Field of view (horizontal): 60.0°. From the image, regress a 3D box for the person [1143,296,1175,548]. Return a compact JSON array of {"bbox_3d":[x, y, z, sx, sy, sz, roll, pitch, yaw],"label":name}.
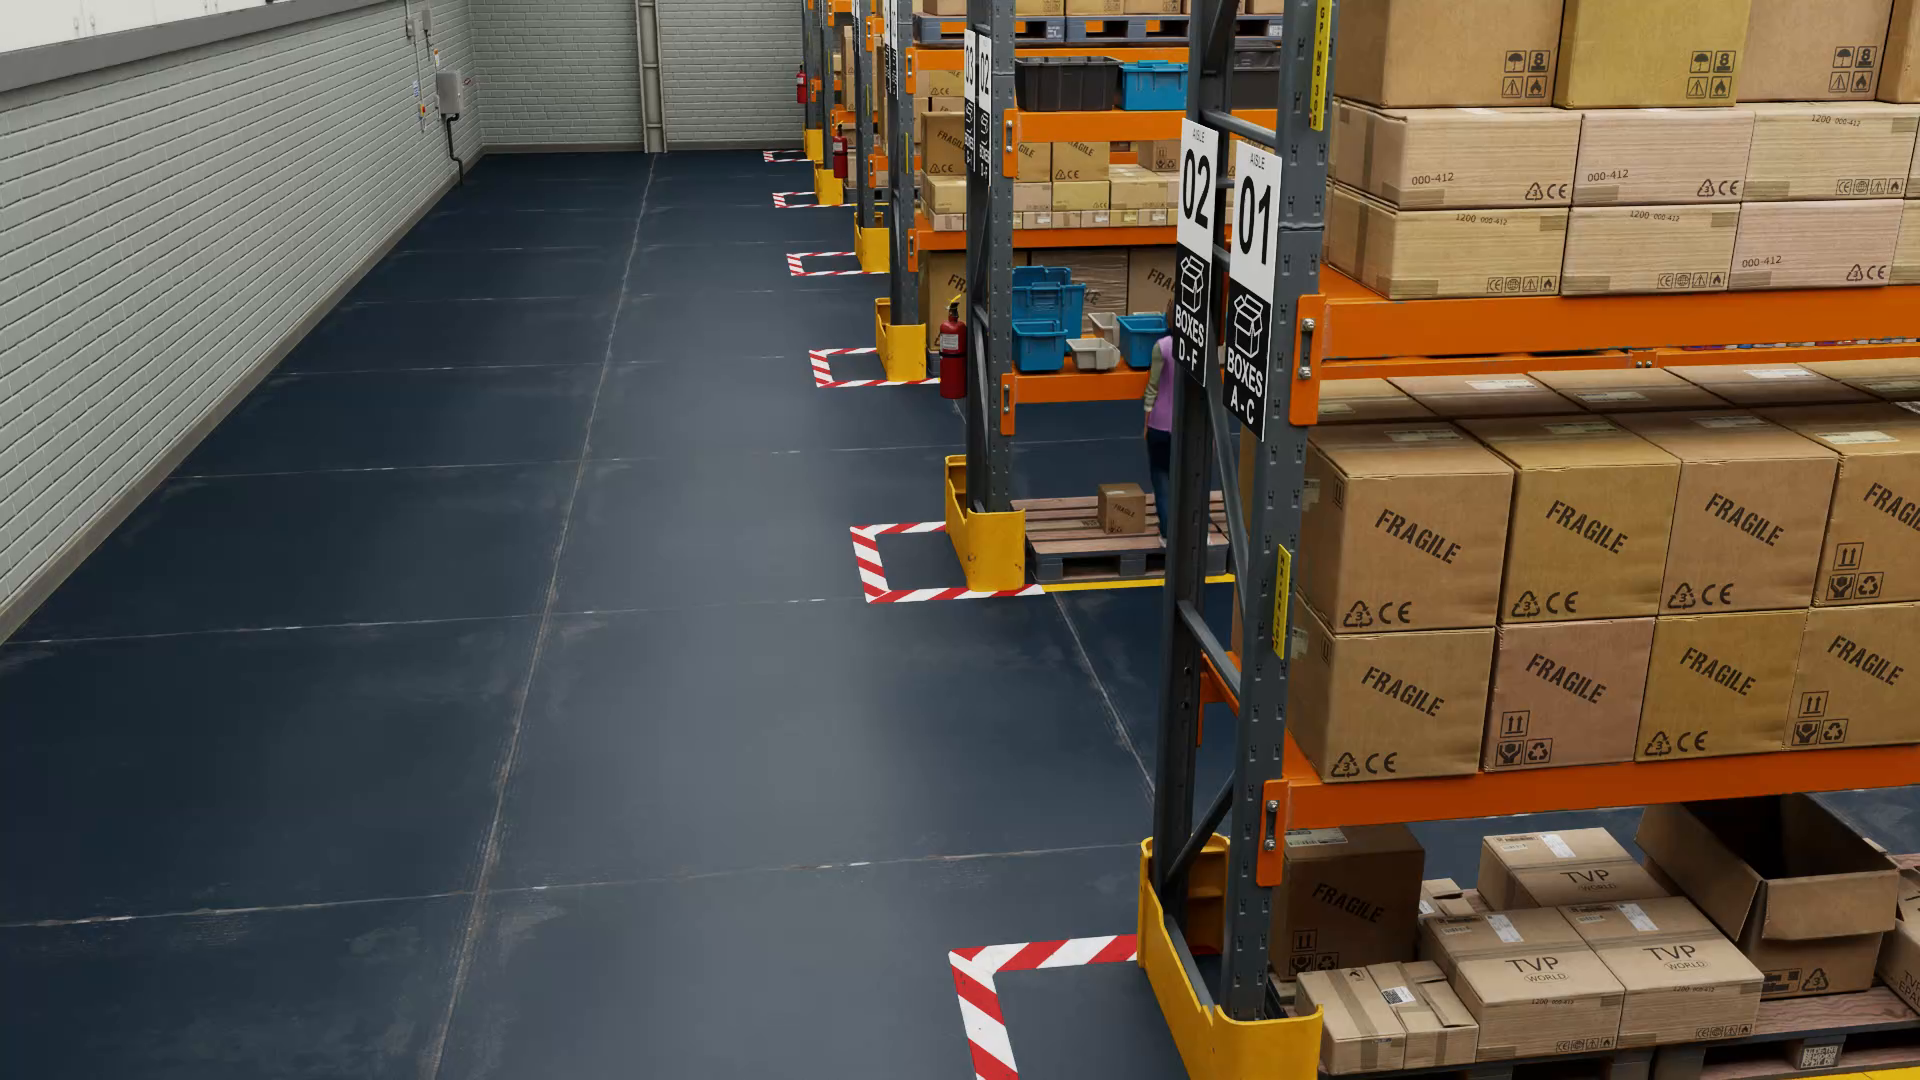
[{"bbox_3d":[1.279,-0.719,9.994,0.444,1.572,0.487,-5,21,-14],"label":"person"}]
